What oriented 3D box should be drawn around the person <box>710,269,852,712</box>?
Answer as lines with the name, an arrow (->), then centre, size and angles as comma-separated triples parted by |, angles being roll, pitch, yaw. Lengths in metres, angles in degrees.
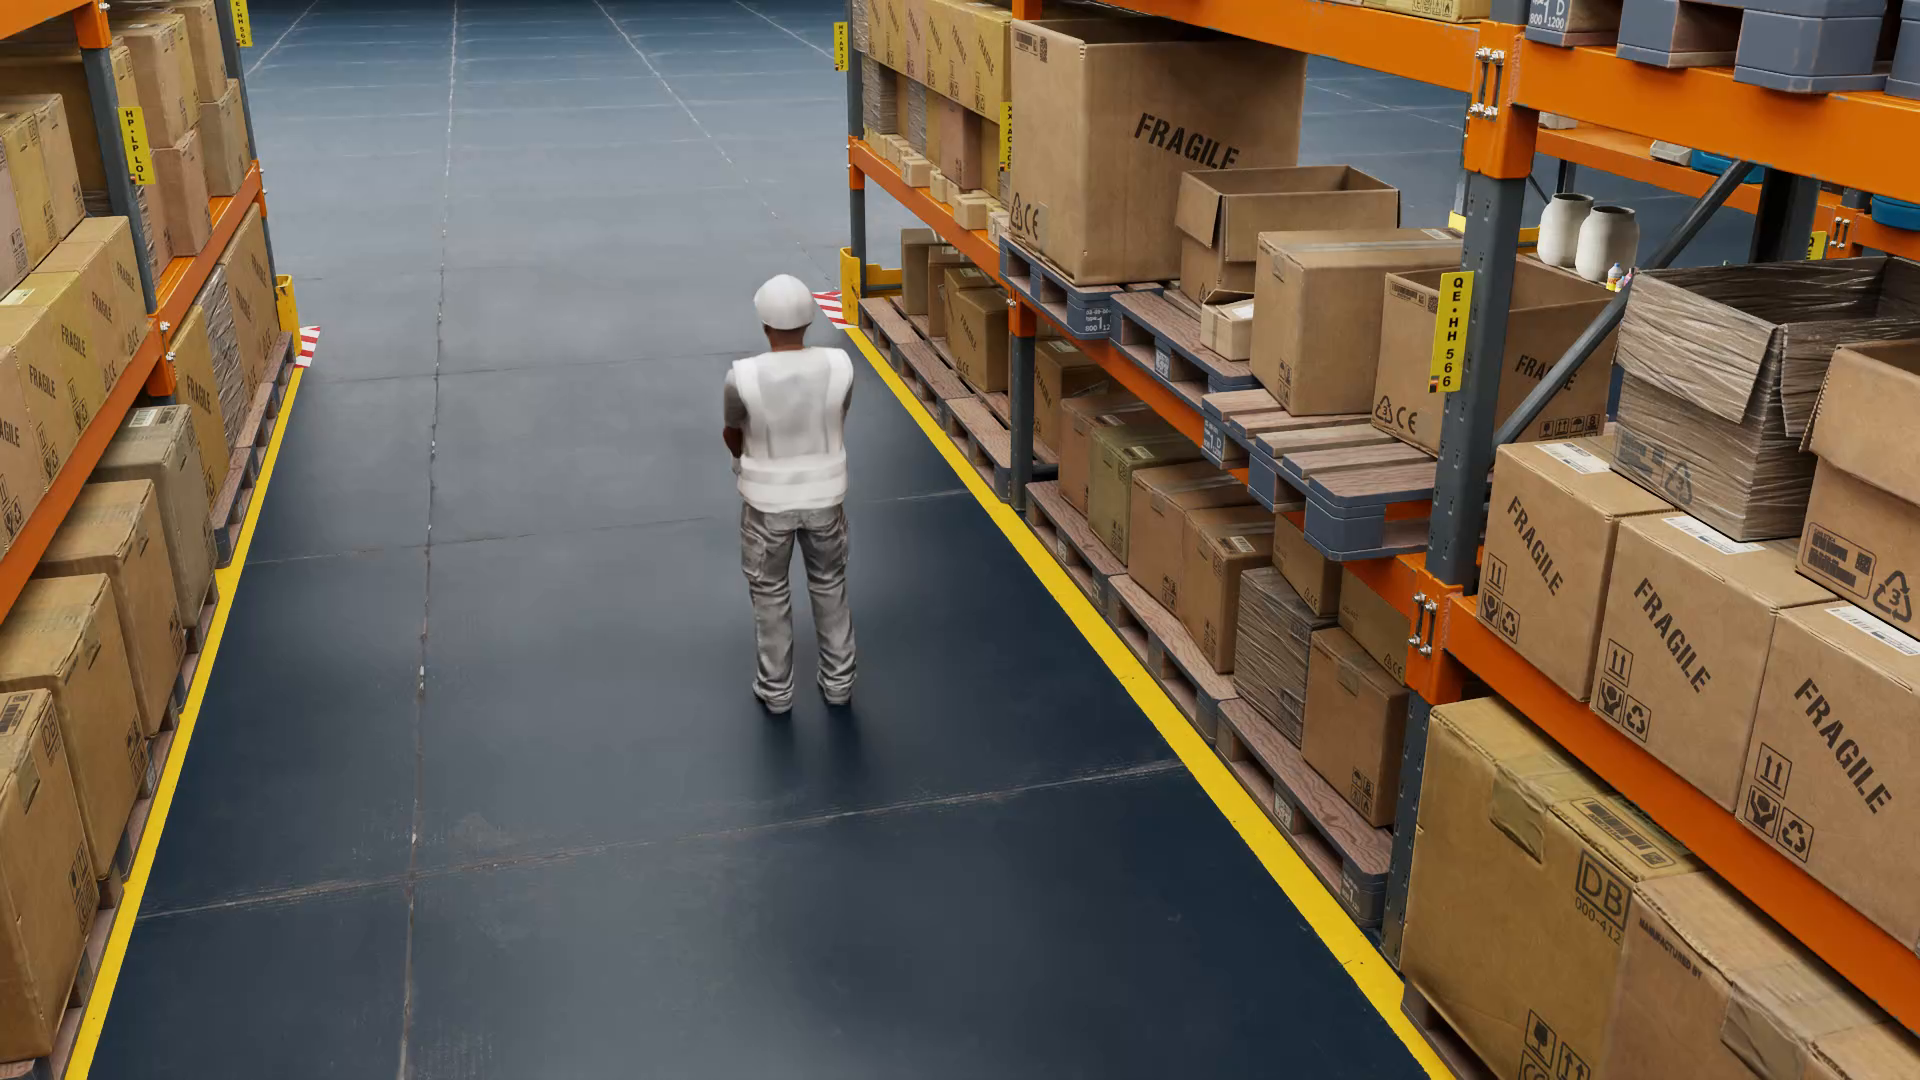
person -> -0.682, -0.200, 6.509 | 0.488, 1.793, 0.593 | 9, 24, 21
